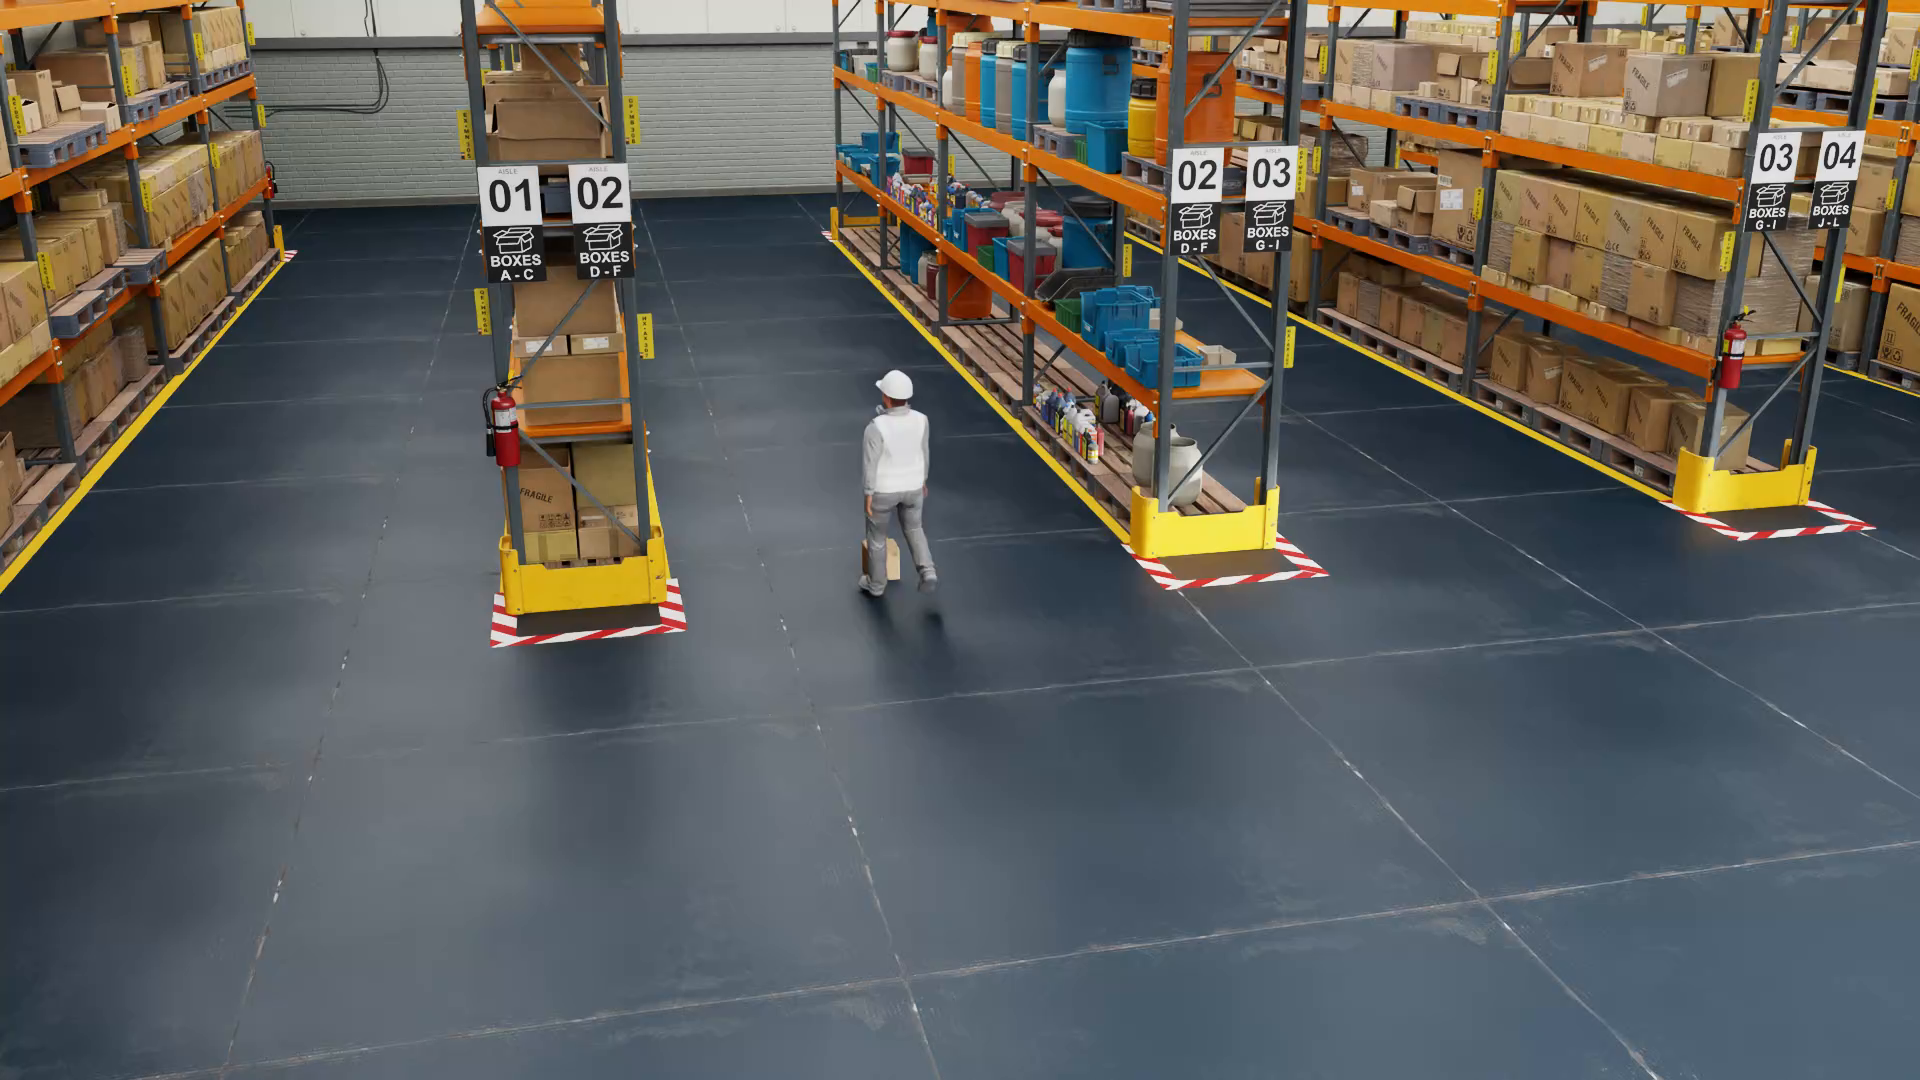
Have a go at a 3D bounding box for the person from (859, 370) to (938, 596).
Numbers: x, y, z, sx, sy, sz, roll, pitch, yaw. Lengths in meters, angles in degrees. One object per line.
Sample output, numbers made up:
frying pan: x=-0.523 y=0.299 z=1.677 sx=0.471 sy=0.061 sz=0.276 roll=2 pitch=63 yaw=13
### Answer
person: x=-0.487 y=-0.398 z=12.122 sx=0.549 sy=1.757 sz=0.752 roll=-9 pitch=21 yaw=-23
